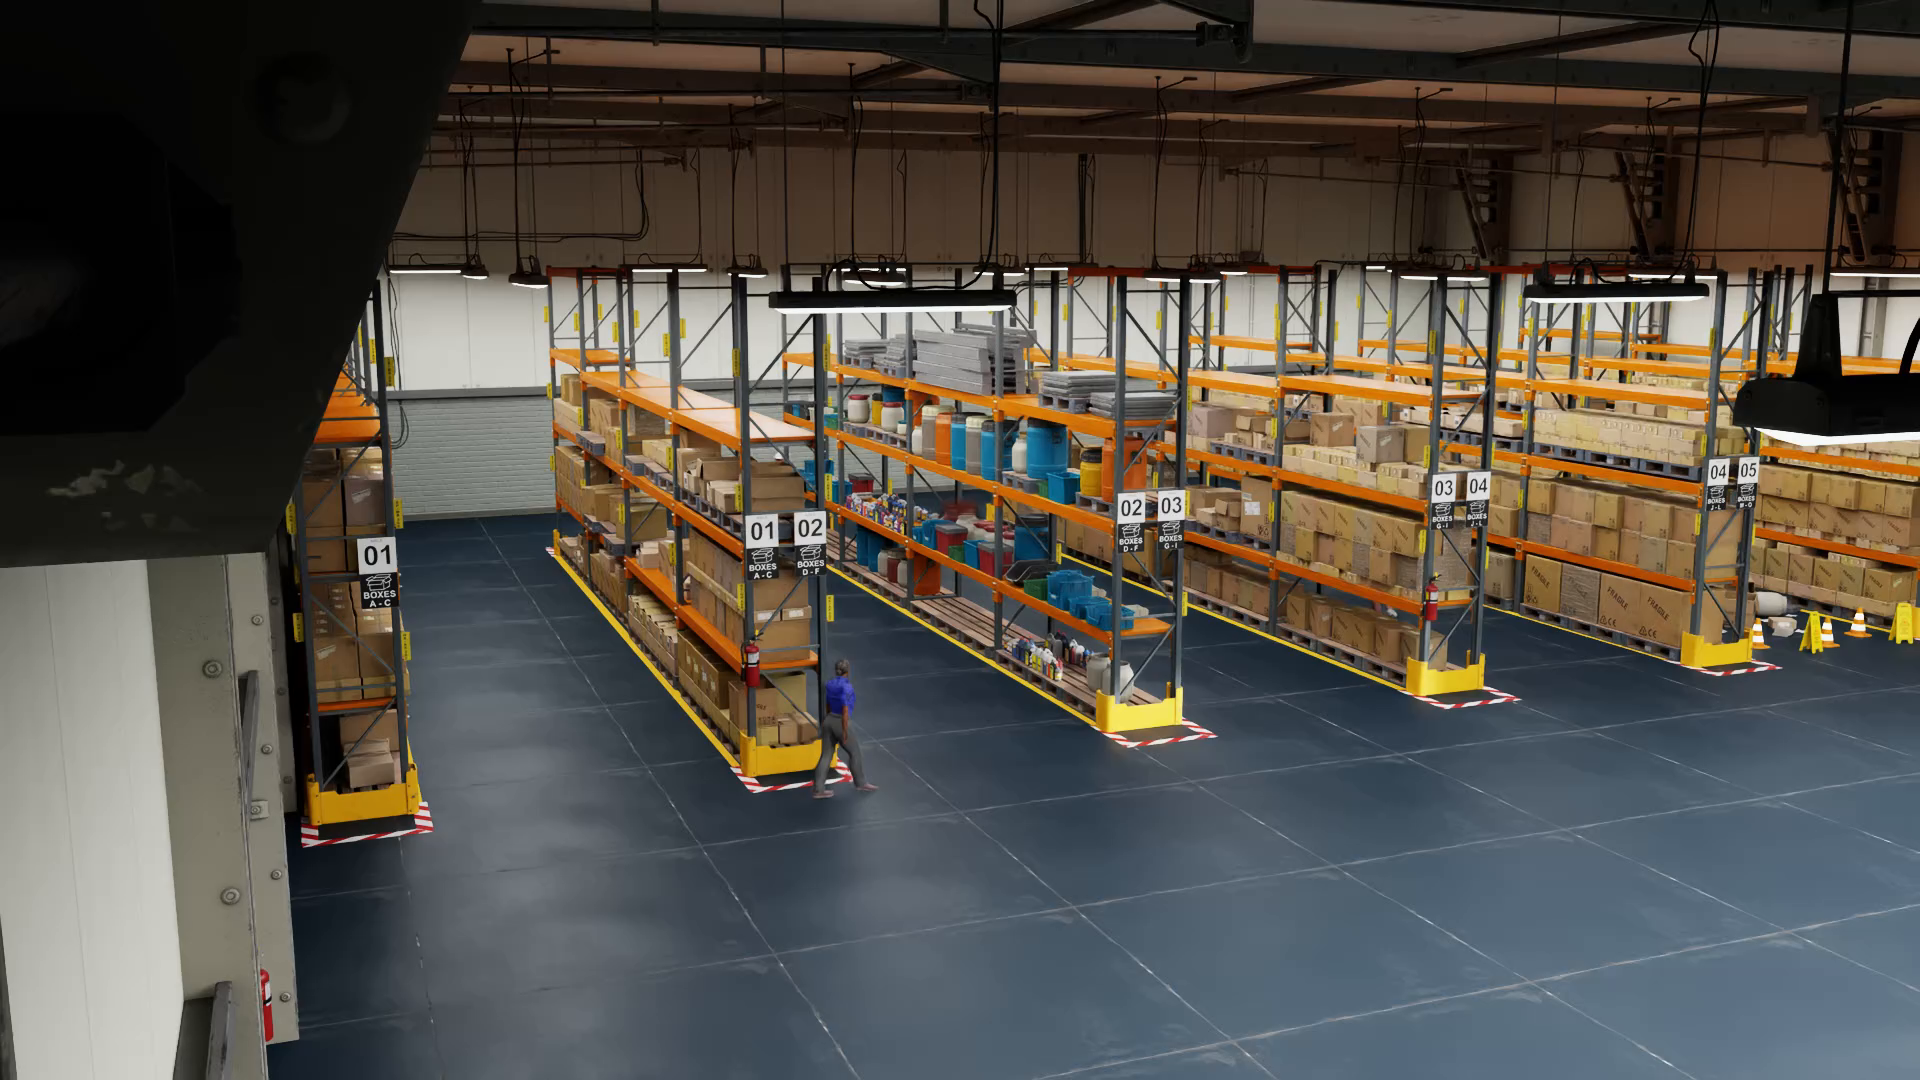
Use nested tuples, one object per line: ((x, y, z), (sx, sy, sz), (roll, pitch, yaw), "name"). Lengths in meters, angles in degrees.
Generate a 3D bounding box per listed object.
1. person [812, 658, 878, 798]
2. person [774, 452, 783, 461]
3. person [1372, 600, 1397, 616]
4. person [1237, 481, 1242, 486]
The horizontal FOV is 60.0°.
((-1.386, 2.193, 19.411), (0.502, 1.617, 0.844), (10, 14, 44), "person")
((-4.149, -1.156, 38.175), (0.558, 1.745, 0.799), (6, 11, 30), "person")
((7.299, 0.558, 28.722), (0.498, 1.652, 0.531), (-3, 10, -16), "person")
((7.717, -2.366, 45.078), (0.538, 1.760, 0.928), (7, 12, 36), "person")
